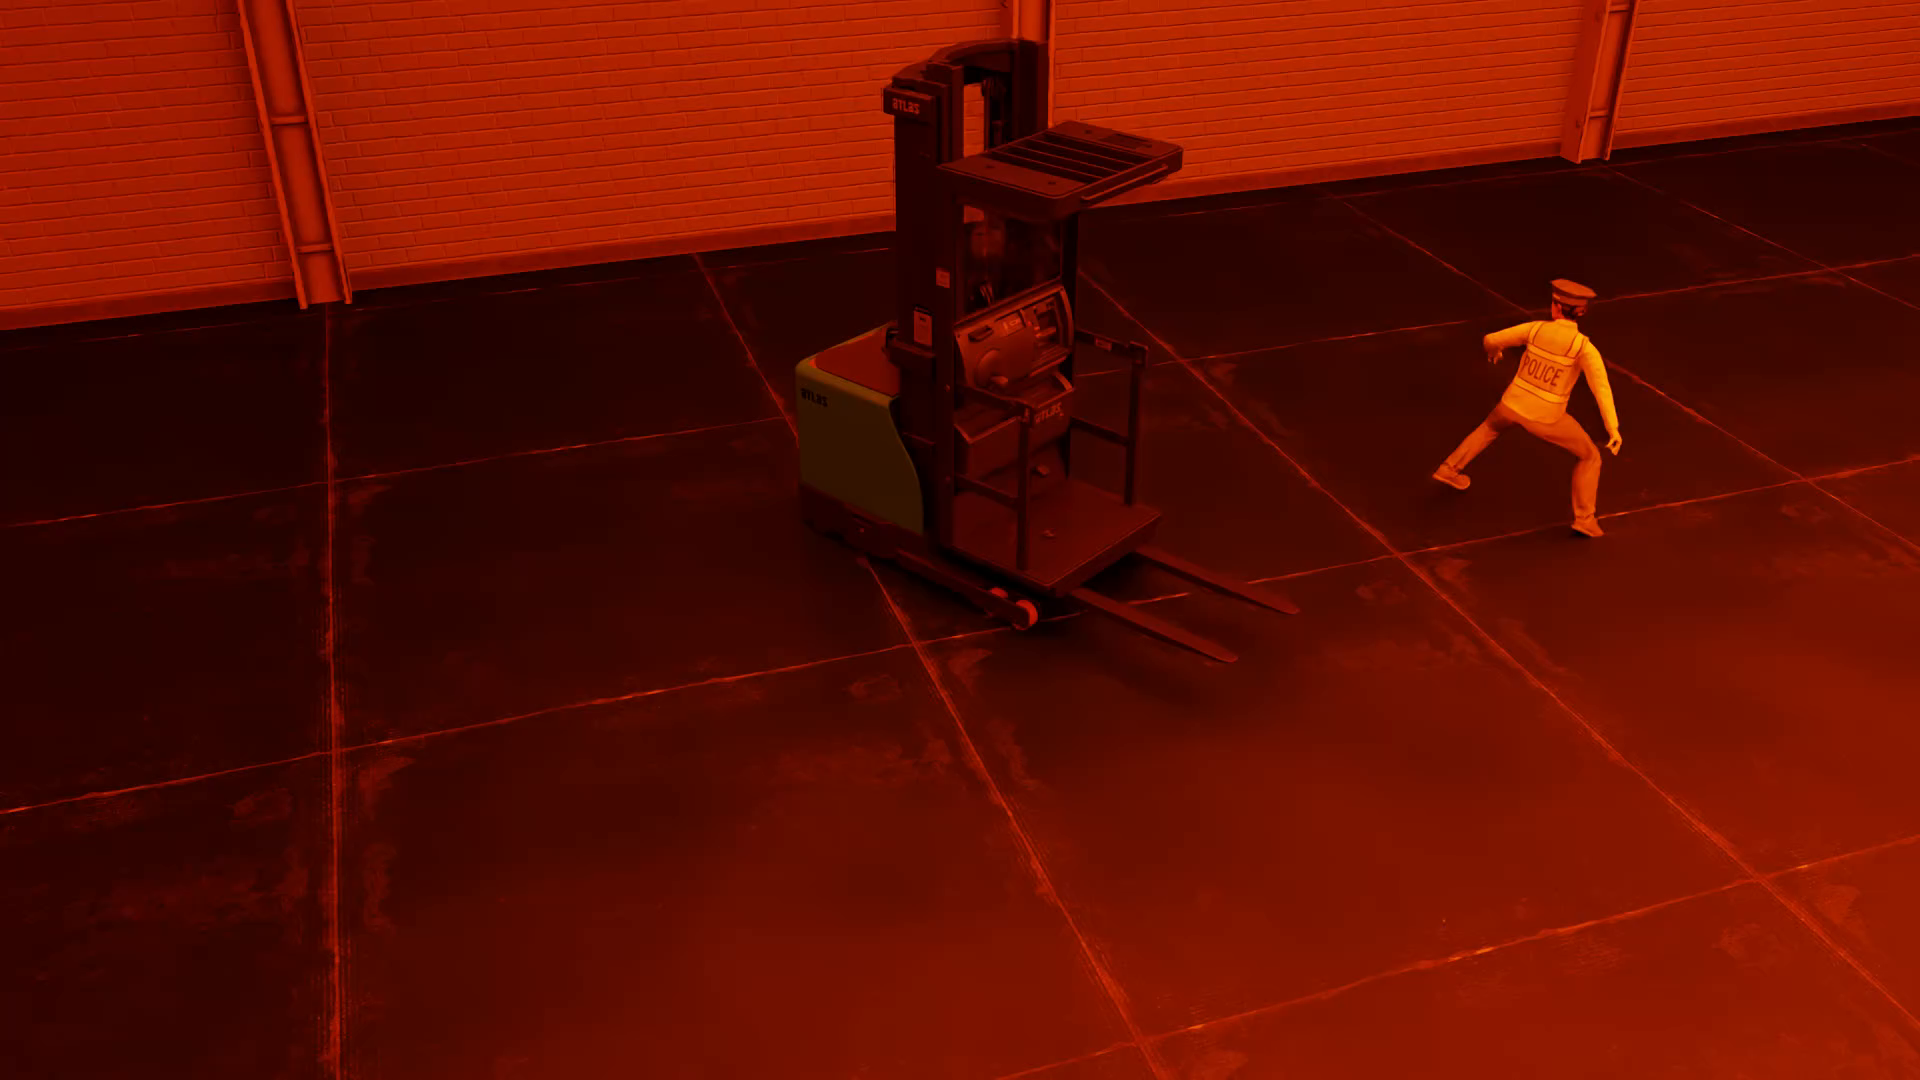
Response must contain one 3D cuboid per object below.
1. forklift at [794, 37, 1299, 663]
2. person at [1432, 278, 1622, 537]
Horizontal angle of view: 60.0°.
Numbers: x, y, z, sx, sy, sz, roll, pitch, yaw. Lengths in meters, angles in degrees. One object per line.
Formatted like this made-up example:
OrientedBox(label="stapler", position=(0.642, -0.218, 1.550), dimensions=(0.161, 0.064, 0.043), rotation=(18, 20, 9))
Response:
OrientedBox(label="forklift", position=(0.461, -1.071, 8.949), dimensions=(3.031, 2.935, 1.130), rotation=(23, 37, 35))
OrientedBox(label="person", position=(3.495, -0.753, 9.898), dimensions=(0.526, 1.580, 1.094), rotation=(-24, 38, -35))
